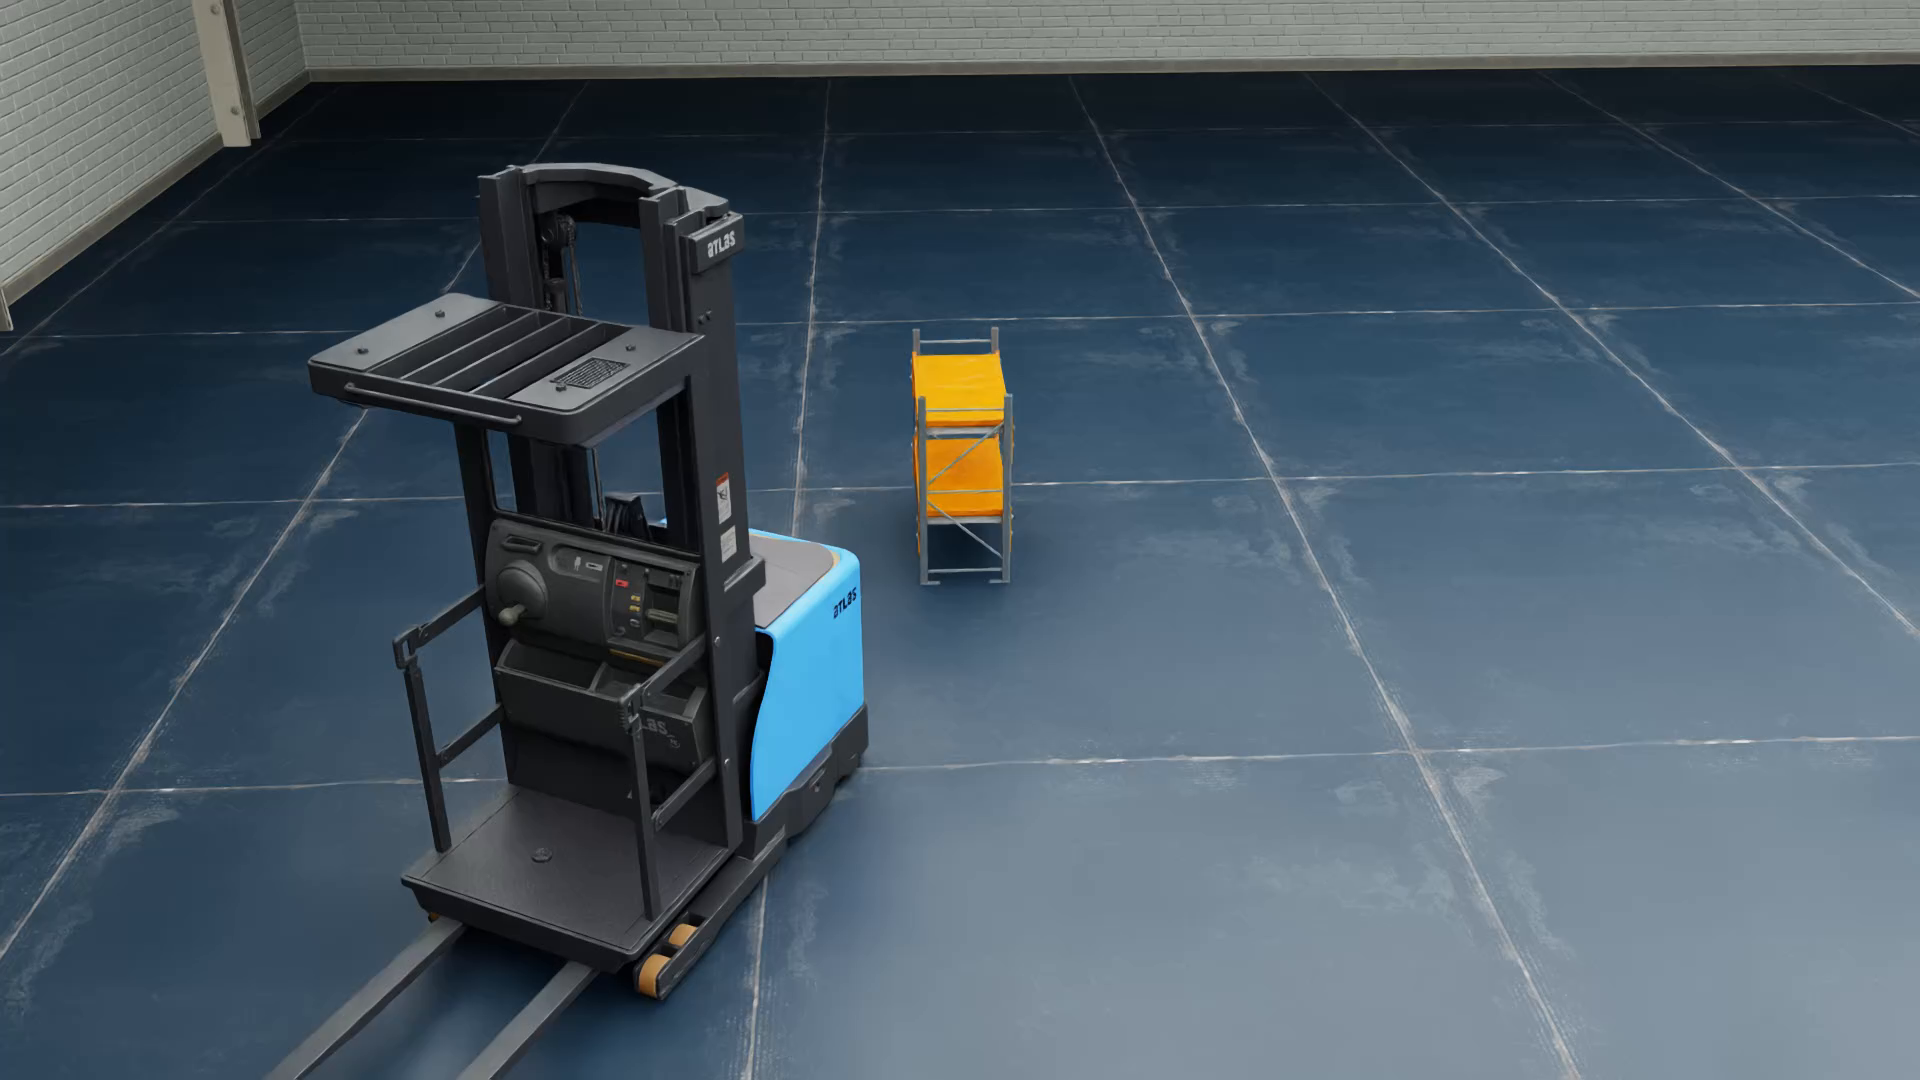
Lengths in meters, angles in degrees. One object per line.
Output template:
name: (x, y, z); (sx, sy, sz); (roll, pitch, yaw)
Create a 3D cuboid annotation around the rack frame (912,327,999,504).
rack frame: (-0.026, -0.730, 9.934); (0.500, 1.125, 0.032); (-1, 28, -3)

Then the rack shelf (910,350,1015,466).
rack shelf: (0.000, -0.755, 9.349); (0.538, 0.278, 1.000); (-1, 28, -3)

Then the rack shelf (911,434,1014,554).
rack shelf: (0.000, -0.279, 9.597); (0.538, 0.278, 1.000); (-1, 28, -3)

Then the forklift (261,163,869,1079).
forklift: (-1.495, 0.230, 6.139); (1.130, 2.935, 3.031); (12, 30, 21)

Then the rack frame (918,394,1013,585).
rack frame: (0.027, -0.261, 9.034); (0.500, 1.125, 0.032); (-1, 28, -3)

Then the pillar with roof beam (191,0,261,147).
pillar with roof beam: (-3.495, -8.413, 16.149); (9.100, 9.000, 0.400); (-1, 28, -3)

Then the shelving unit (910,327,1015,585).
shelving unit: (0.000, -0.496, 9.484); (0.538, 1.125, 1.048); (-1, 28, -3)

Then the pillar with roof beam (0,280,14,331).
pillar with roof beam: (-3.181, -5.642, 10.836); (9.100, 9.000, 0.400); (-1, 28, -3)
